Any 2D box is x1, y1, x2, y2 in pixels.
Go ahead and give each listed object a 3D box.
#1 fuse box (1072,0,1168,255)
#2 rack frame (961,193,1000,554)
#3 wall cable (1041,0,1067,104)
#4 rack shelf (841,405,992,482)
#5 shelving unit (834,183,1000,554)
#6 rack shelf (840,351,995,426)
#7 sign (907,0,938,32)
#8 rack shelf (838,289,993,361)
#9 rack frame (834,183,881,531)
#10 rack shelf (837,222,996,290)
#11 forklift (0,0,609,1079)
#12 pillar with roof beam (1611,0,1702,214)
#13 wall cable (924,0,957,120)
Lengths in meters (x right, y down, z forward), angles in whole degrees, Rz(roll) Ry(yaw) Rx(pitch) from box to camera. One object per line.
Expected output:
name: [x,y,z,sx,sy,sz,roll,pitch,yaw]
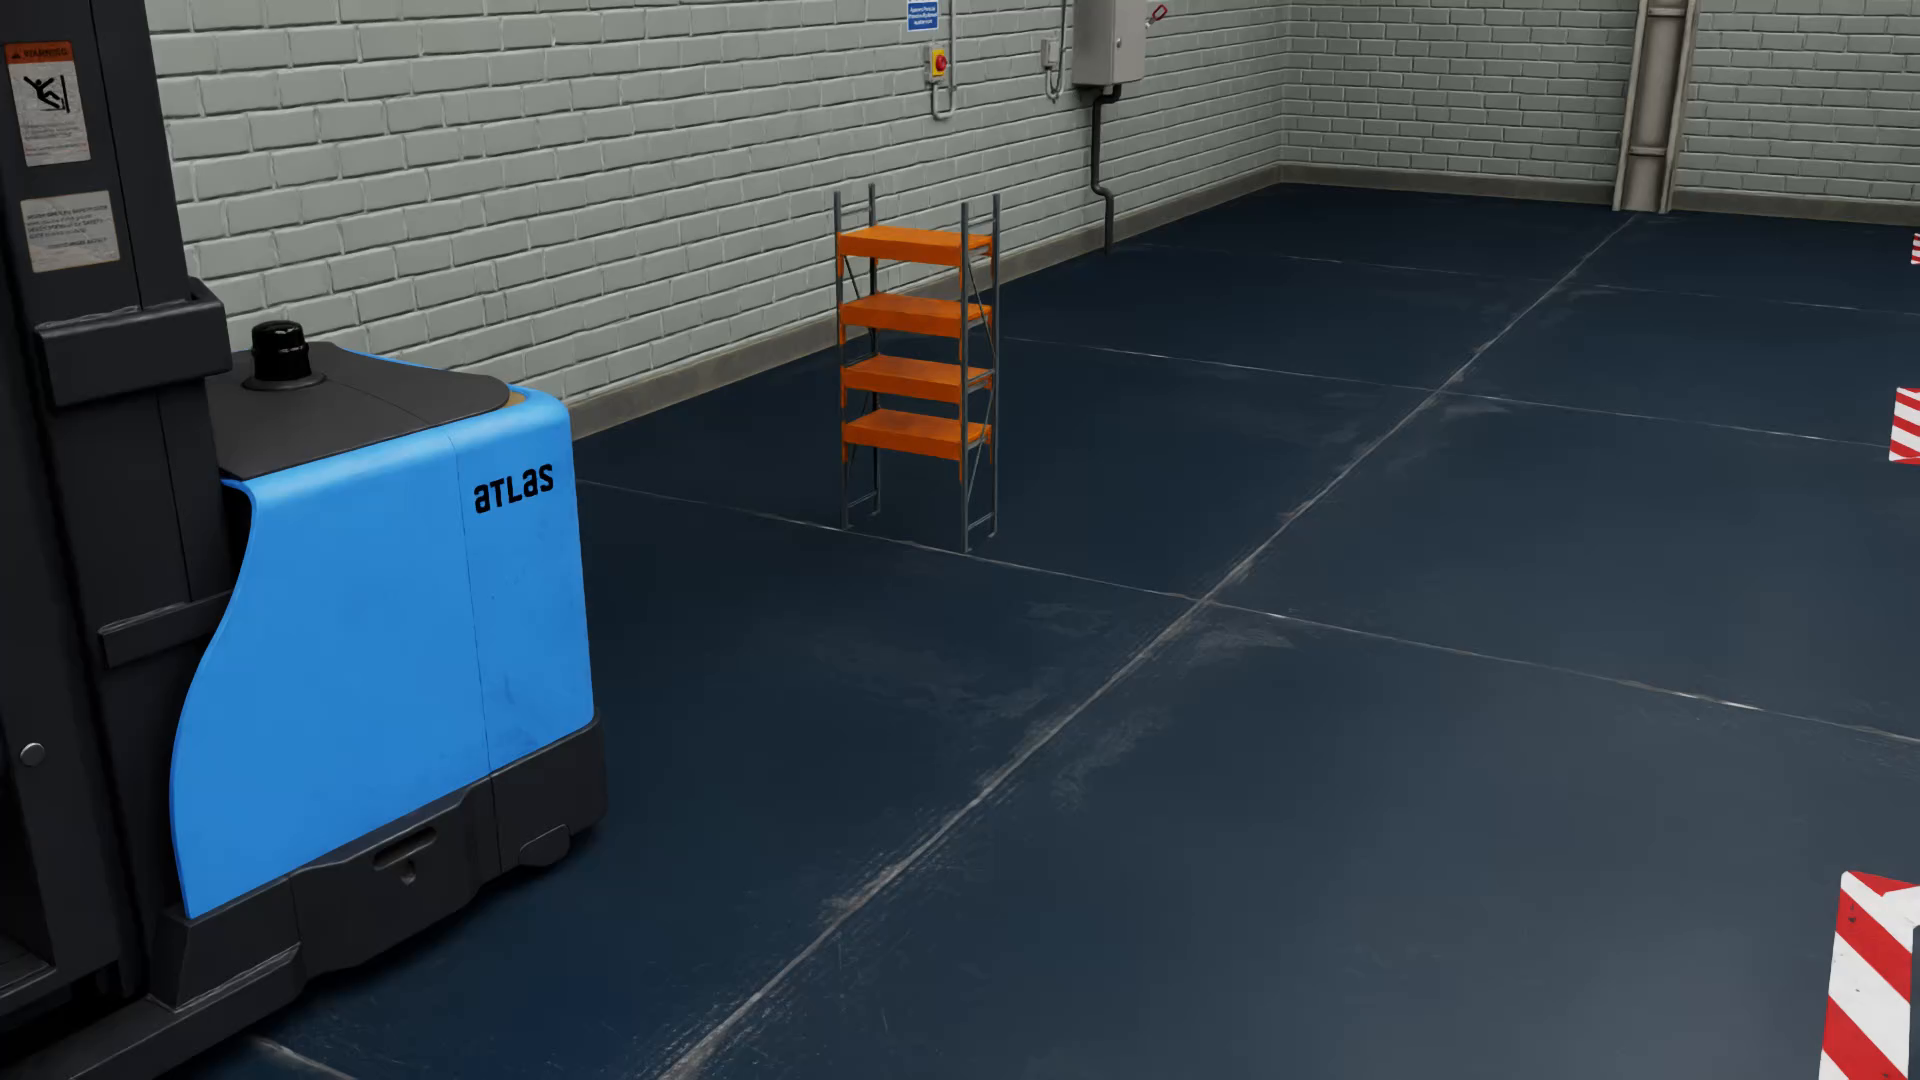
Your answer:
fuse box: [1.030,-2.719,10.852,0.414,1.711,0.539,11,23,27]
rack frame: [0.069,-0.551,5.625,0.015,1.200,0.240,11,23,27]
wall cable: [0.560,-3.625,9.971,0.122,1.984,0.588,11,23,27]
rack shelf: [-0.145,-0.342,5.827,0.480,0.148,0.258,11,23,27]
shelving unit: [-0.145,-0.592,5.736,0.503,1.200,0.258,11,23,27]
rack shelf: [-0.145,-0.528,5.759,0.480,0.148,0.258,11,23,27]
sign: [-0.198,-2.847,8.917,0.001,0.218,0.327,11,23,27]
rack shelf: [-0.145,-0.739,5.683,0.480,0.148,0.258,11,23,27]
rack frame: [-0.358,-0.632,5.848,0.015,1.200,0.240,11,23,27]
rack shelf: [-0.145,-0.961,5.602,0.480,0.148,0.258,11,23,27]
forklift: [-2.084,-0.364,2.571,1.130,2.935,3.031,13,24,33]
pillar with roof beam: [3.216,-5.527,7.904,0.400,9.000,9.100,11,23,27]
wall cable: [-0.121,-3.216,8.796,0.123,1.953,0.585,11,23,27]
